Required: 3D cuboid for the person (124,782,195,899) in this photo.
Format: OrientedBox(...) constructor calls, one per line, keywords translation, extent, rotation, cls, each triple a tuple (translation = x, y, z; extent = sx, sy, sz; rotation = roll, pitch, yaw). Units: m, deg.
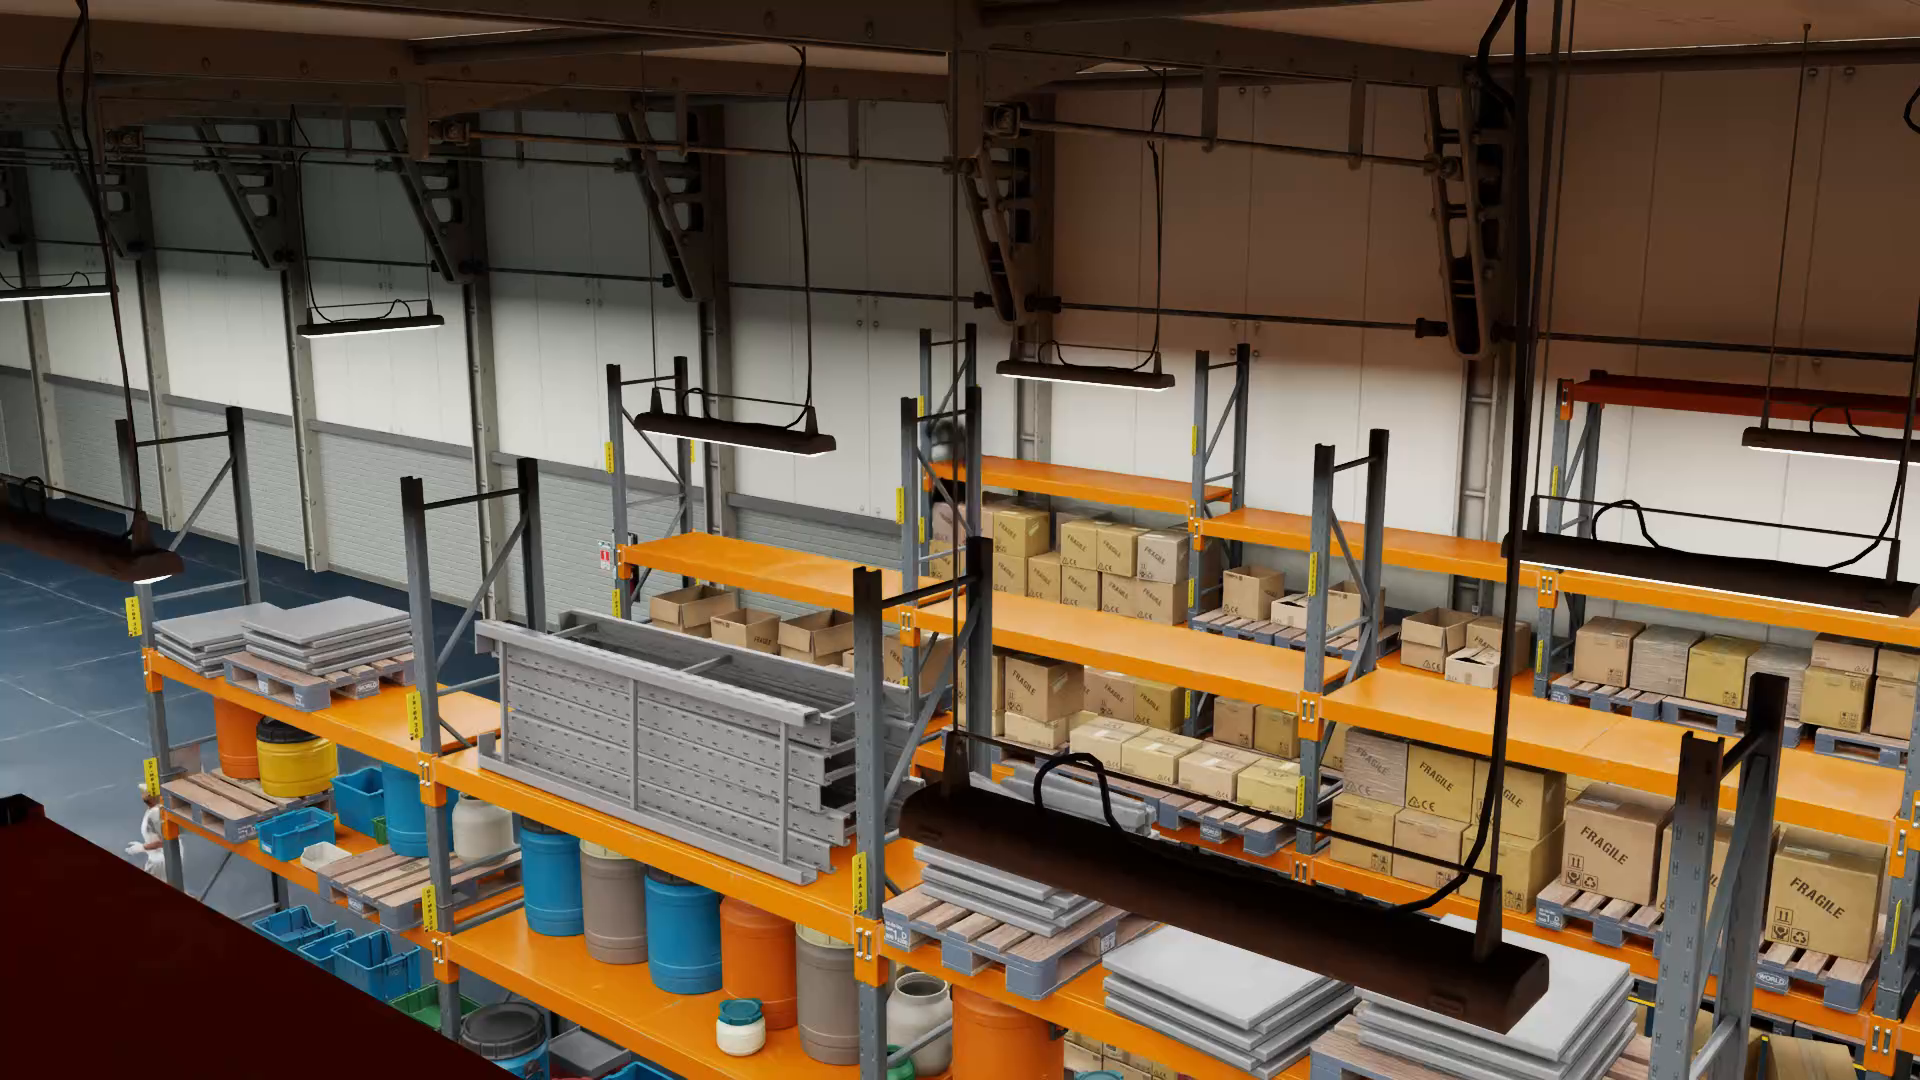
OrientedBox(translation=(-8.445, 3.335, 17.519), extent=(0.602, 1.745, 0.663), rotation=(-6, 14, -24), cls="person")
